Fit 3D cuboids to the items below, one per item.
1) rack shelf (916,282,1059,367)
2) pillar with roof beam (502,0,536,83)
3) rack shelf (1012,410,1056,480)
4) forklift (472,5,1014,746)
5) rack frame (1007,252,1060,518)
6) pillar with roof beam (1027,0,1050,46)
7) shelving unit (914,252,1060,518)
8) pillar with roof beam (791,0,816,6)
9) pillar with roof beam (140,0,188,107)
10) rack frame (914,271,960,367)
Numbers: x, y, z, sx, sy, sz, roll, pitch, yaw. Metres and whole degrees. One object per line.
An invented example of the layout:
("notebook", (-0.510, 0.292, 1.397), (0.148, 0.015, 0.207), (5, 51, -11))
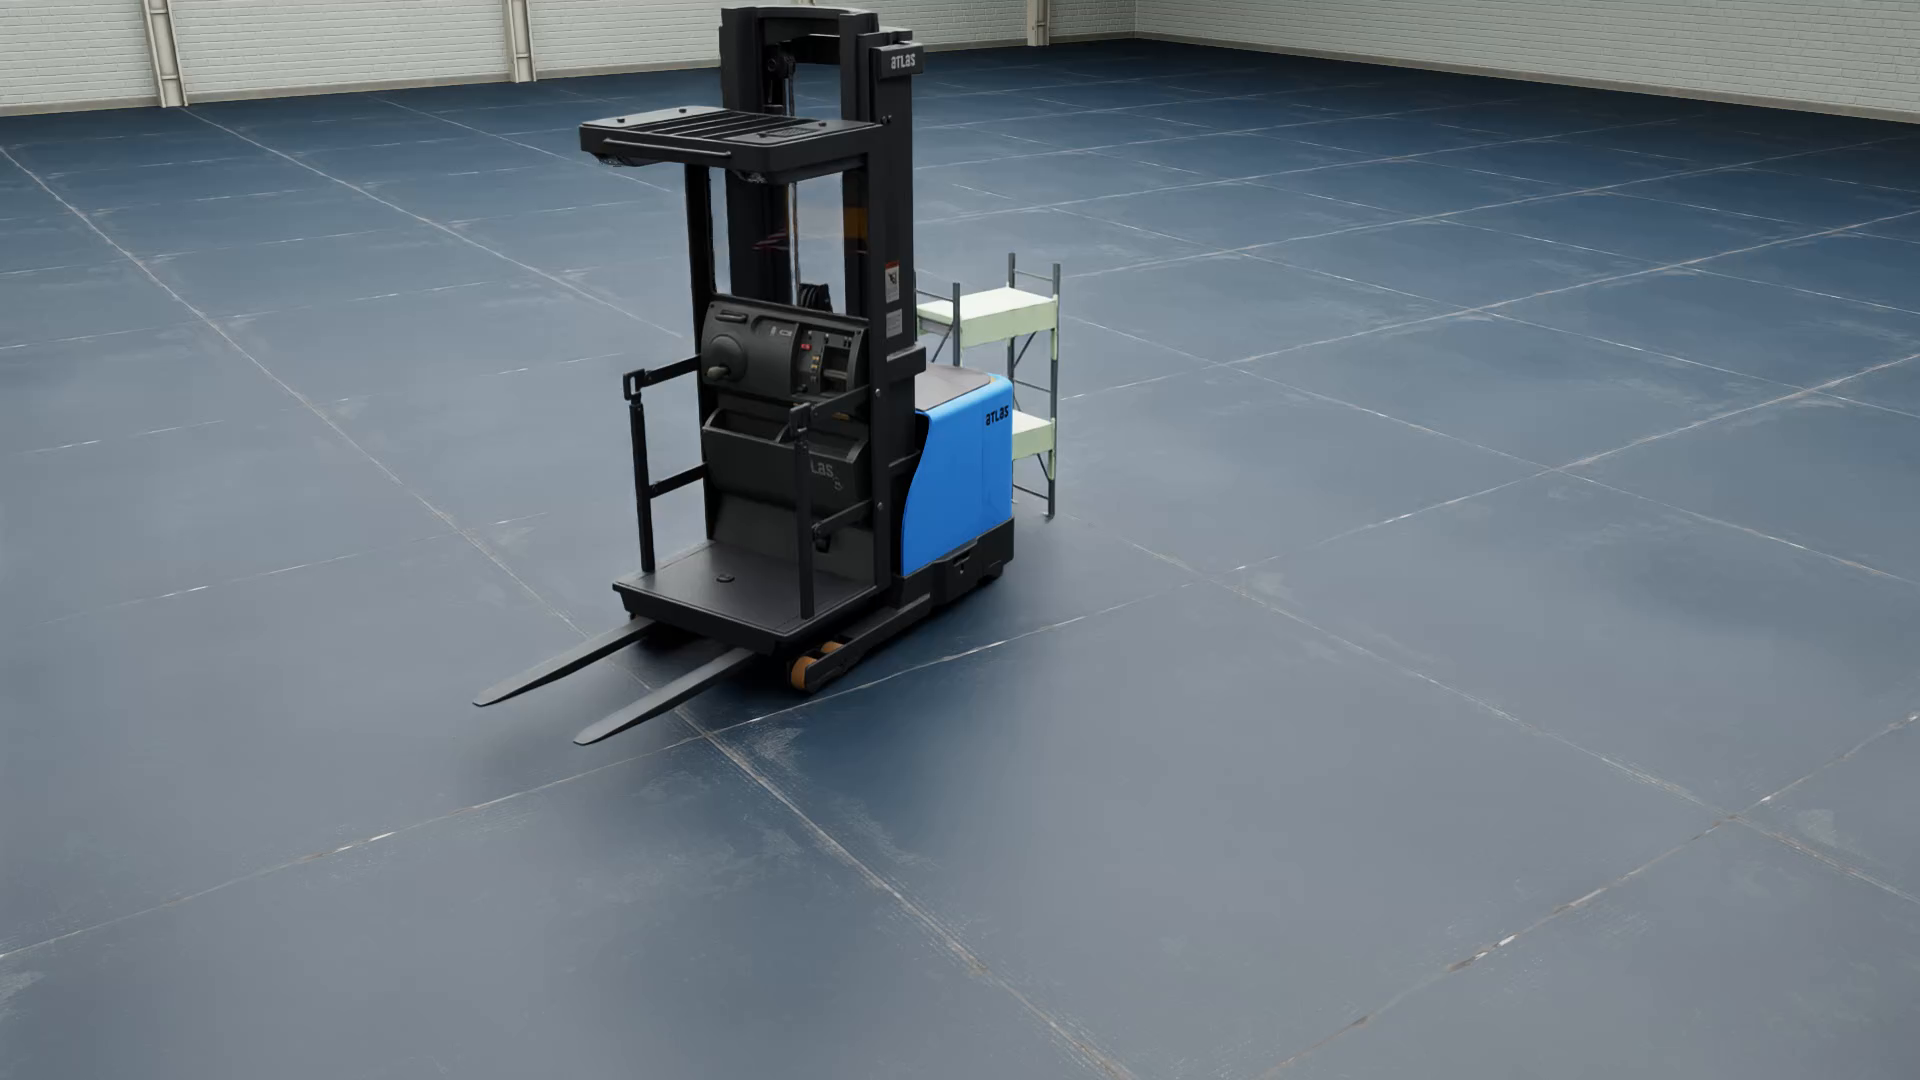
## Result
("rack shelf", (0.138, -1.159, 9.224), (0.720, 0.370, 0.431), (-18, 28, -37))
("pillar with roof beam", (-5.493, -11.294, 25.559), (0.400, 9.000, 9.100), (-15, 26, -33))
("rack shelf", (0.138, -0.494, 9.489), (0.720, 0.370, 0.431), (-18, 28, -37))
("forklift", (-0.952, -0.859, 7.595), (1.130, 2.935, 3.031), (14, 26, 31))
("rack frame", (0.415, -0.885, 9.591), (0.023, 1.500, 0.400), (-18, 28, -37))
("pillar with roof beam", (4.248, -13.892, 32.068), (0.400, 9.000, 9.100), (-15, 26, -33))
("shelving unit", (0.138, -0.796, 9.368), (0.755, 1.500, 0.431), (-18, 28, -37))
("pillar with roof beam", (-0.623, -12.593, 28.813), (0.400, 9.000, 9.100), (-15, 26, -33))
("pillar with roof beam", (-10.364, -9.996, 22.304), (0.400, 9.000, 9.100), (-15, 26, -33))
("rack frame", (-0.138, -0.707, 9.146), (0.023, 1.500, 0.400), (-18, 28, -37))
